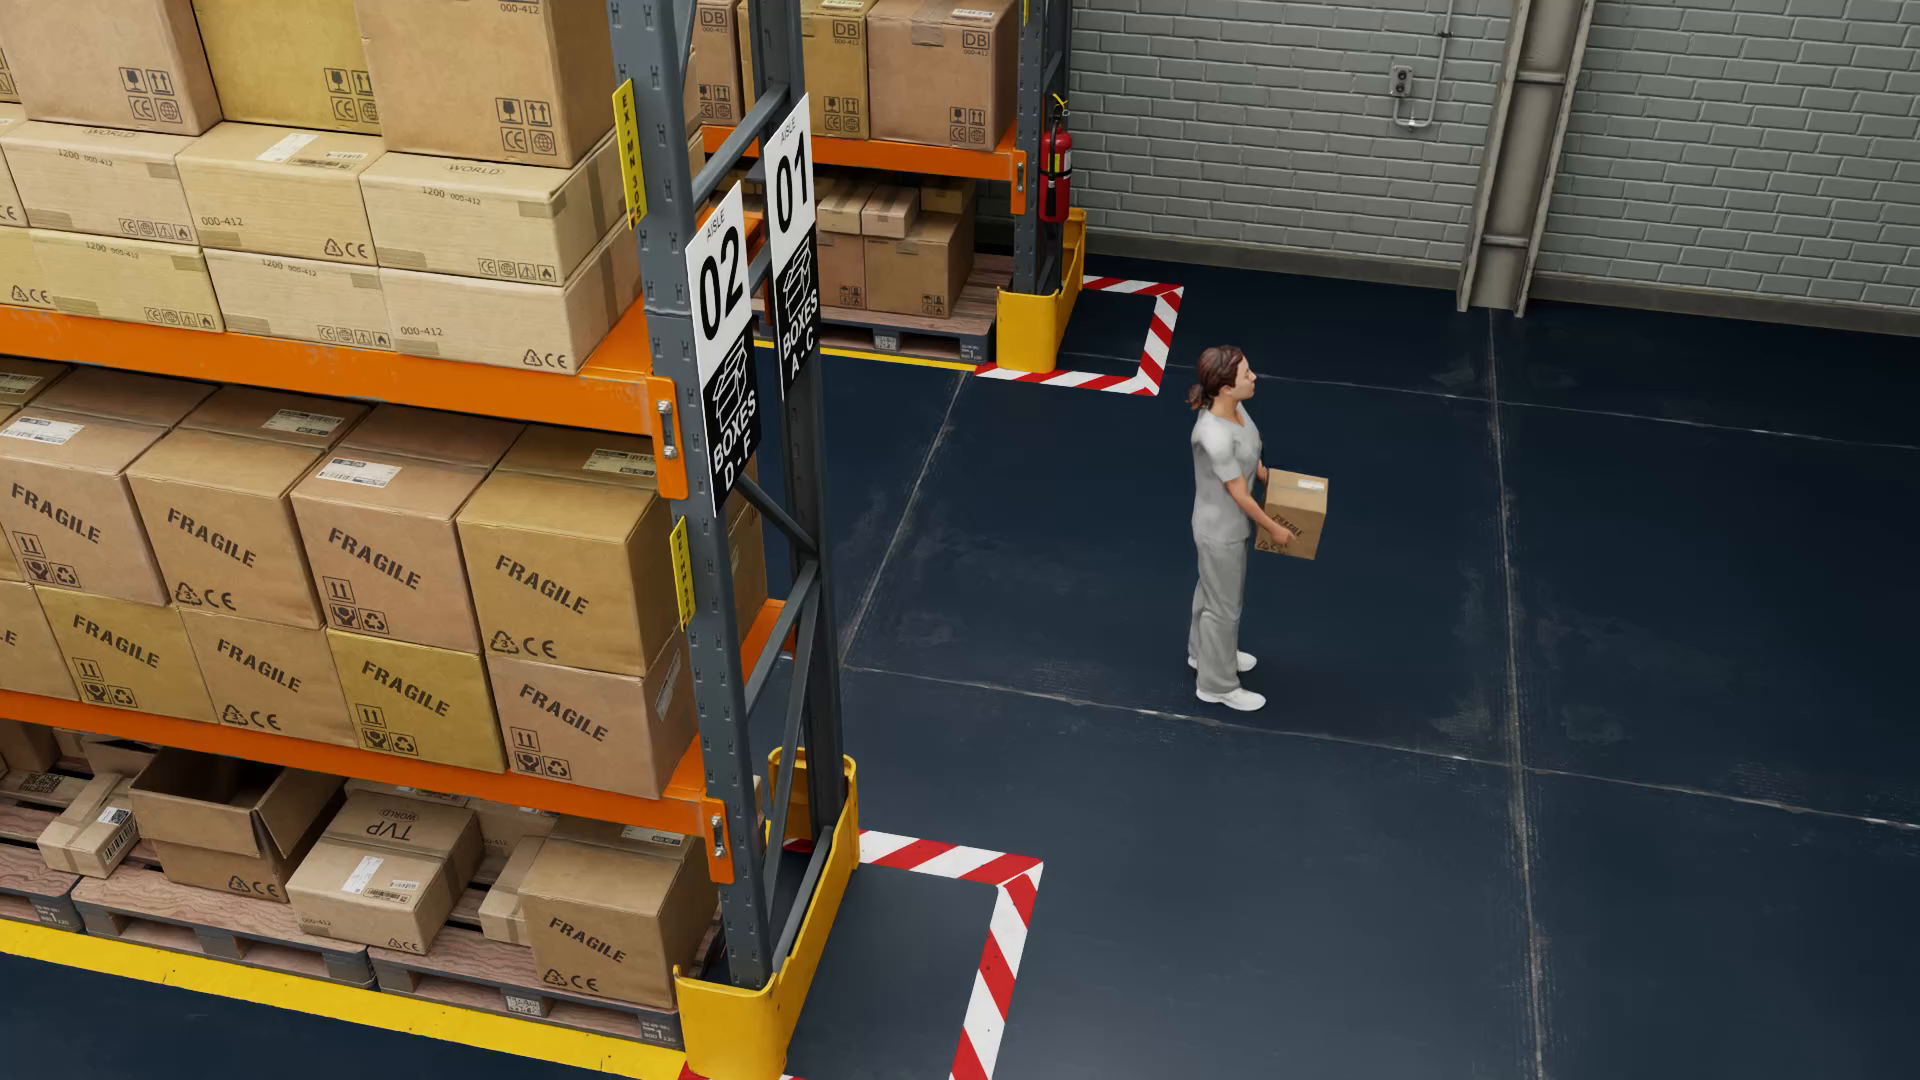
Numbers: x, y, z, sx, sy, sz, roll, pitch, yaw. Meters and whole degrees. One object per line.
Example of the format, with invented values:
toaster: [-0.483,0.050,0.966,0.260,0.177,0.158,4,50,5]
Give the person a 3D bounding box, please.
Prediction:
person: [1.166,-0.066,7.051,0.525,1.677,0.467,7,37,10]
